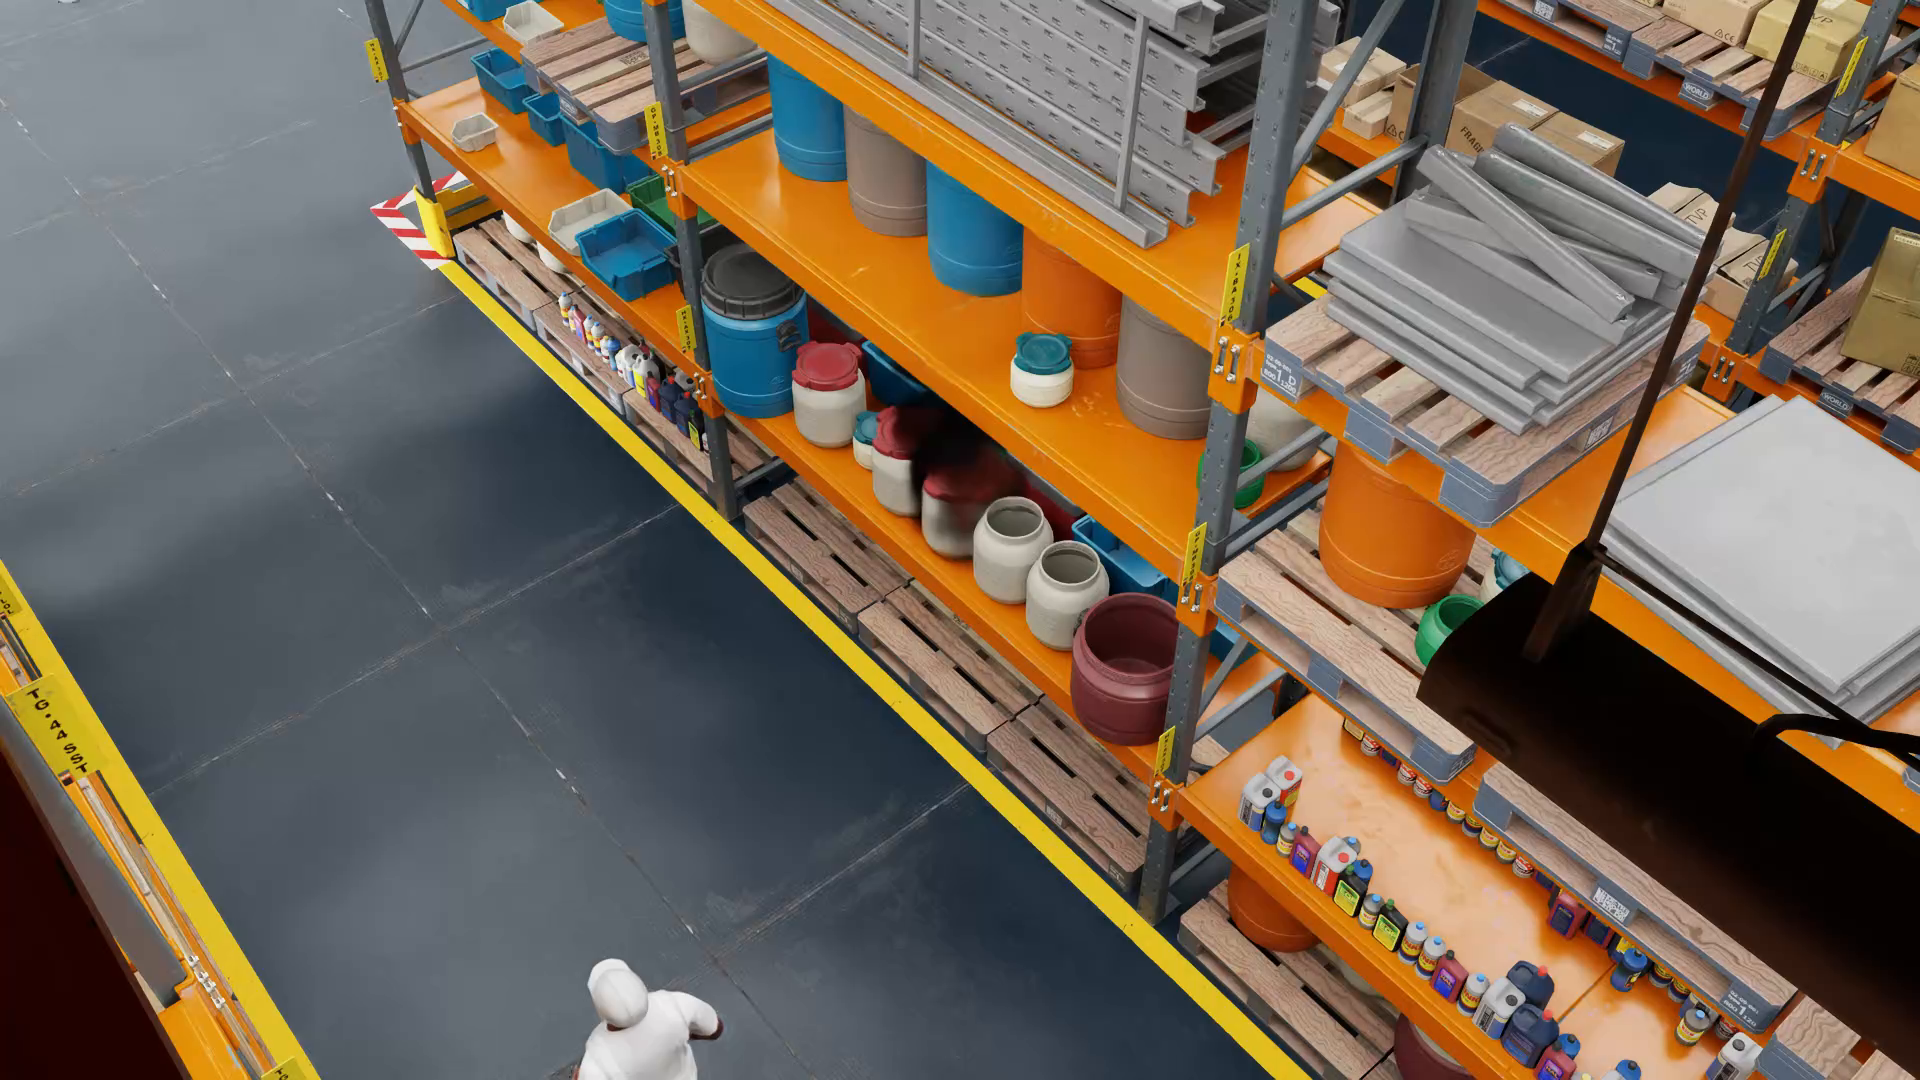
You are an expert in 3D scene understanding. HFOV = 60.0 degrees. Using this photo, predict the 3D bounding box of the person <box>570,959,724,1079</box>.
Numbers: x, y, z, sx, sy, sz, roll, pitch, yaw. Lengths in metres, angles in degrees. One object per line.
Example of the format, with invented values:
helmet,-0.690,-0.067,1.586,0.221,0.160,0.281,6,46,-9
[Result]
person,-1.330,2.370,7.144,0.720,1.749,0.529,-34,55,-28

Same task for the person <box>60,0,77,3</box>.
person,-8.358,-5.736,15.313,0.551,1.637,0.579,-10,47,-9
